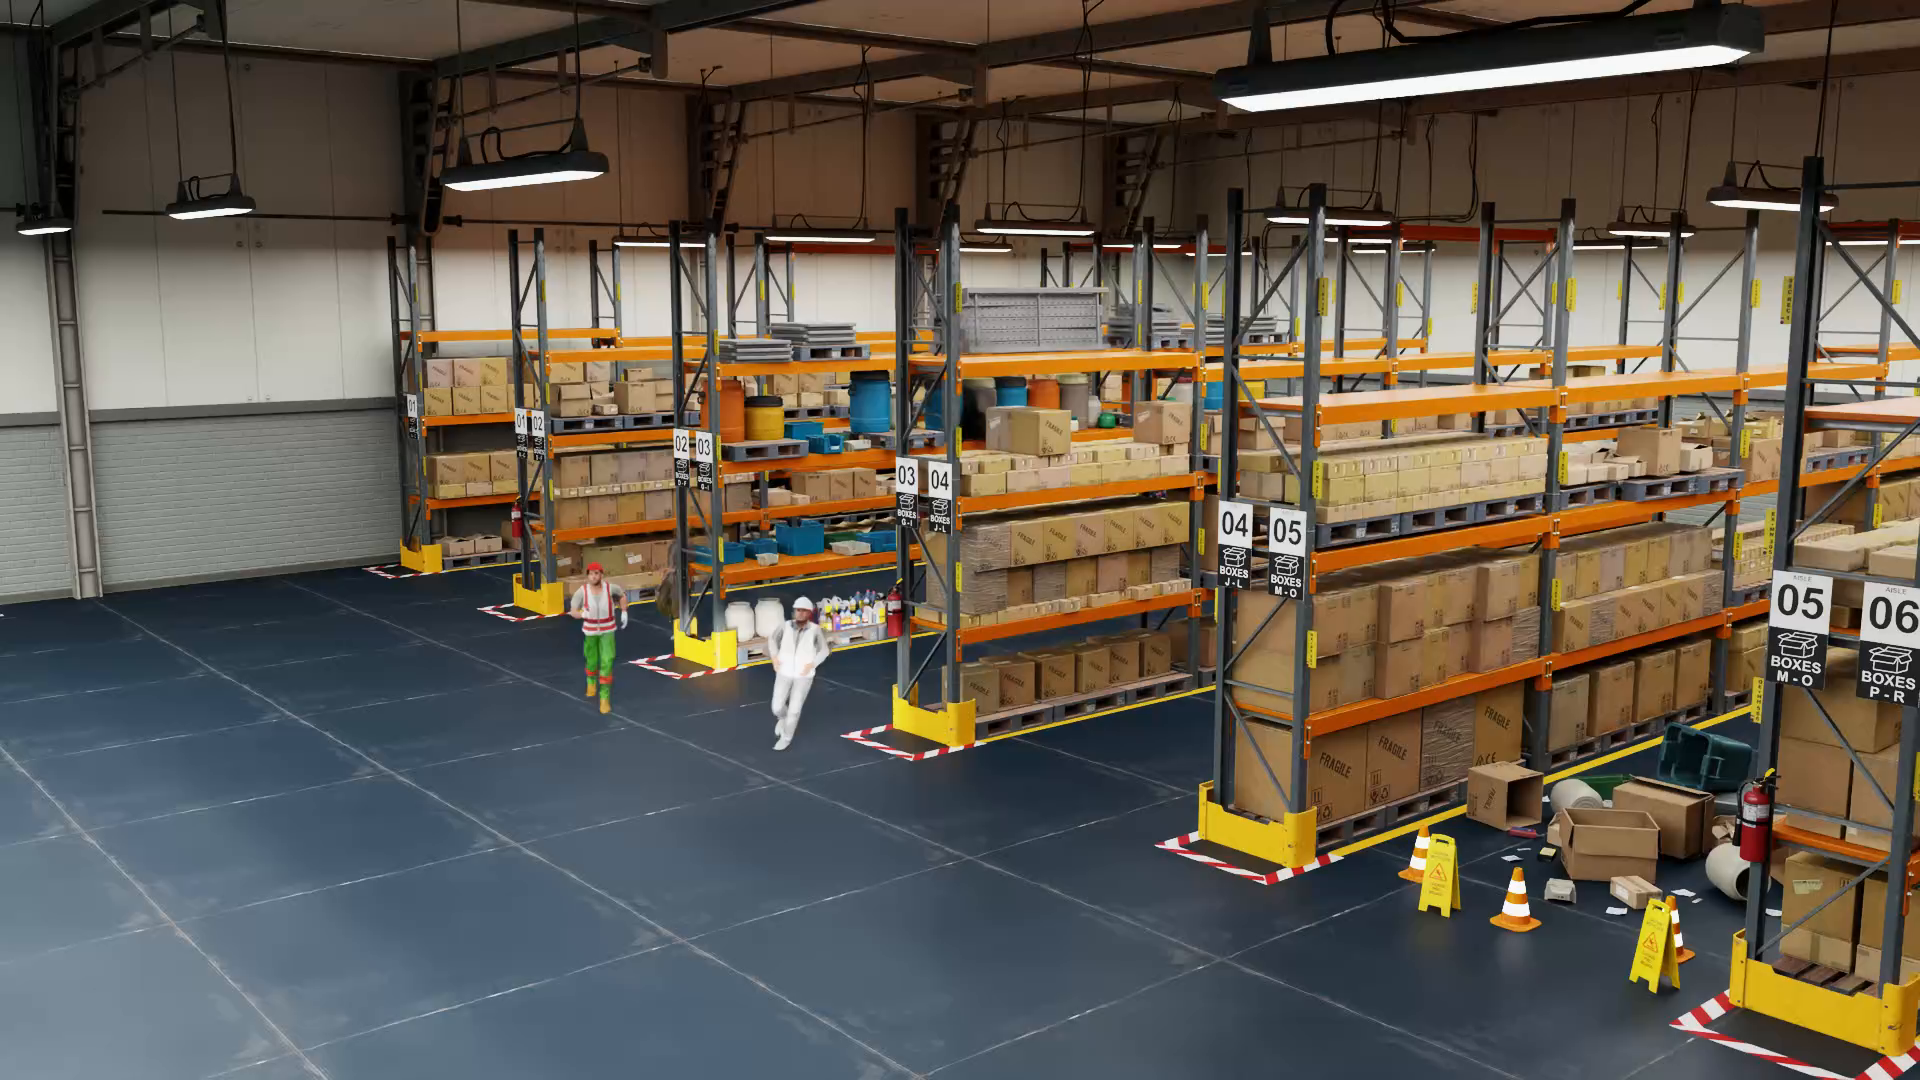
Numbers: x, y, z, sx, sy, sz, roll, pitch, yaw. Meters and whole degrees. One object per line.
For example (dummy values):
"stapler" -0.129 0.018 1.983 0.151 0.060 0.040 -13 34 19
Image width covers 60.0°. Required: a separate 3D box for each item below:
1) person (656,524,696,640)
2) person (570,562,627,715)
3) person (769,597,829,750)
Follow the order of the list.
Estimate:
"person" -4.108 0.601 24.075 0.694 1.727 0.618 8 12 42
"person" -4.422 1.156 20.421 0.675 1.827 0.933 -1 9 -9
"person" -1.808 1.481 18.644 0.696 1.729 0.572 1 9 5
